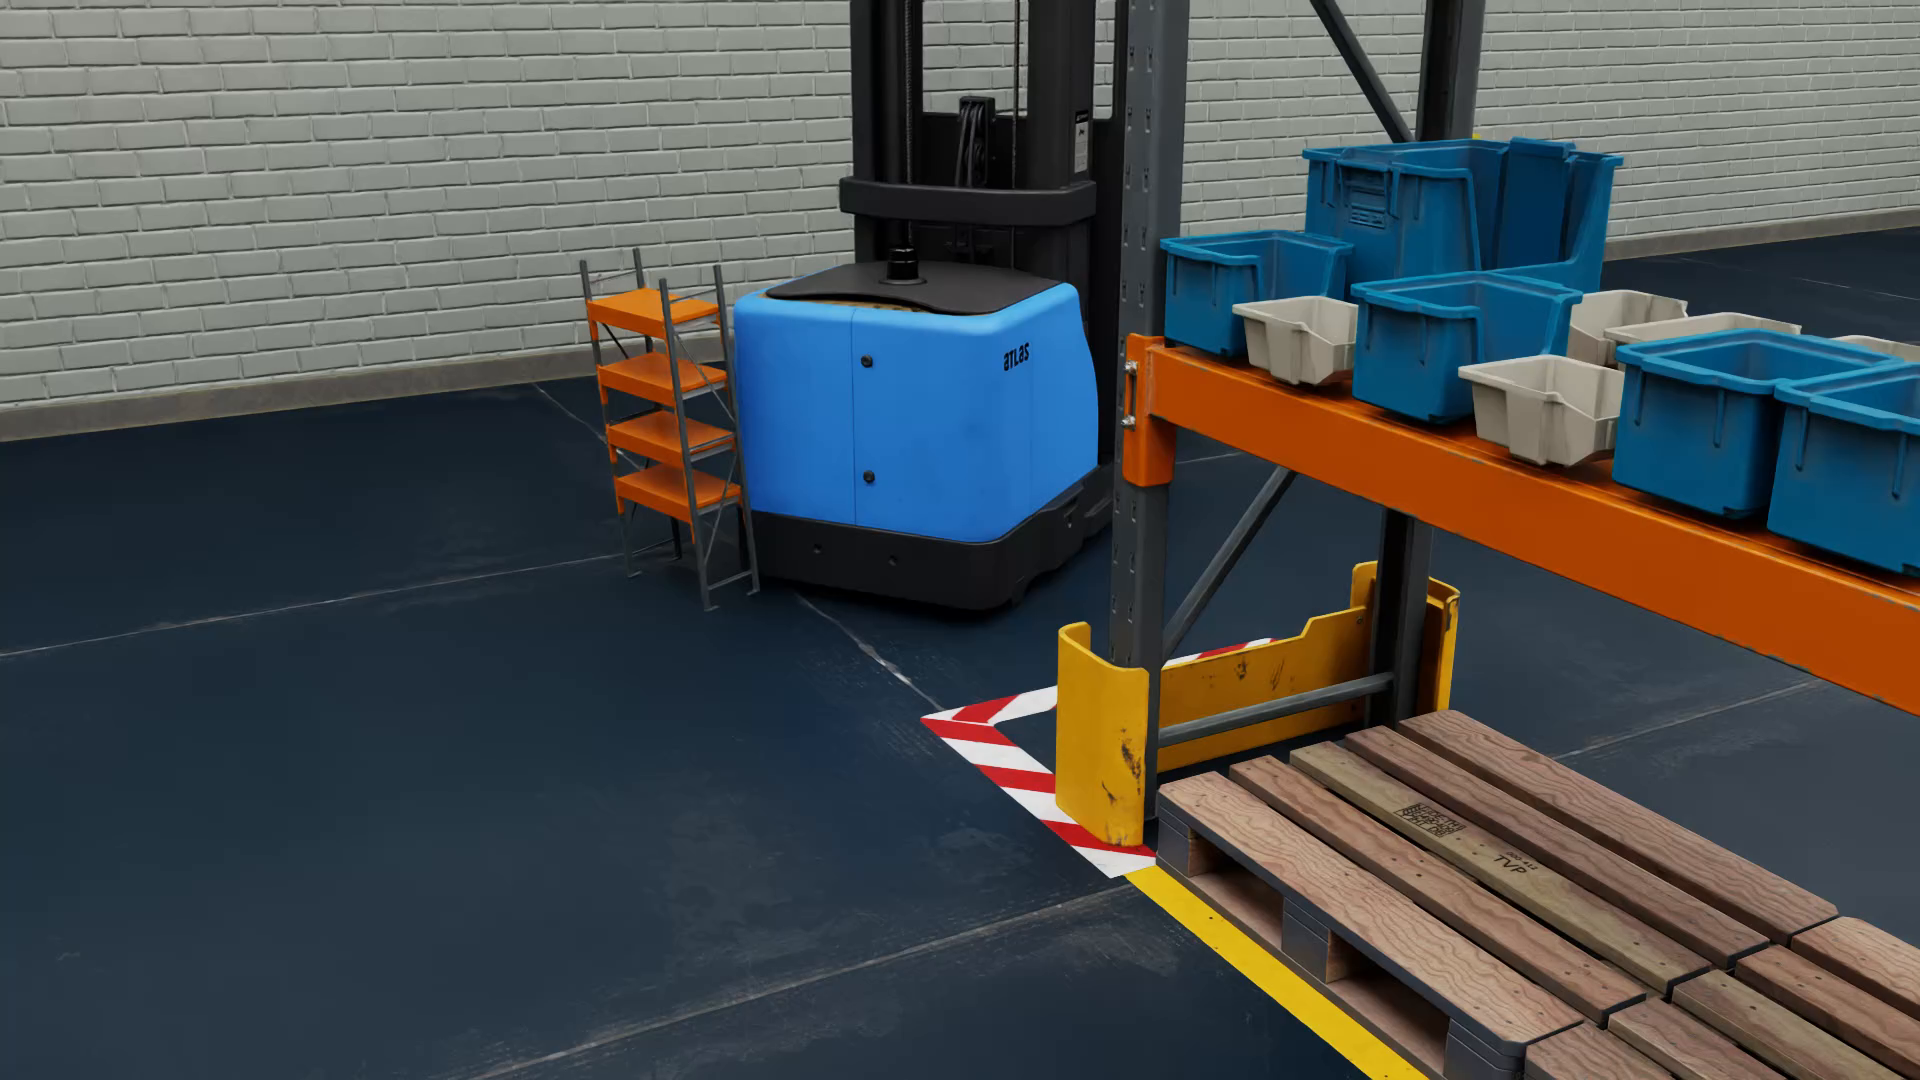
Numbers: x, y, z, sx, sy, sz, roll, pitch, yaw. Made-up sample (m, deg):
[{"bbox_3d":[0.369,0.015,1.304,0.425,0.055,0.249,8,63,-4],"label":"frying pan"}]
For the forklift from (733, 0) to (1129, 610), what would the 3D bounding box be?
[{"bbox_3d":[0.263,-1.585,6.732,1.130,2.935,3.031,9,21,23],"label":"forklift"}]

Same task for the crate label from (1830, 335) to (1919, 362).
[{"bbox_3d":[1.681,-0.282,3.163,0.396,0.136,0.243,-10,21,-27],"label":"crate label"}]

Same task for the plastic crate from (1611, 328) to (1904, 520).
[{"bbox_3d":[1.308,-0.196,2.764,0.416,0.233,0.300,-10,21,-27],"label":"plastic crate"}]

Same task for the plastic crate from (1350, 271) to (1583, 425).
[{"bbox_3d":[0.996,-0.385,3.312,0.416,0.233,0.300,-10,21,-27],"label":"plastic crate"}]

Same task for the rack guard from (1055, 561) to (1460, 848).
[{"bbox_3d":[0.833,0.431,4.617,1.175,0.500,0.348,-10,21,-27],"label":"rack guard"}]

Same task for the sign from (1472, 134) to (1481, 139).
[{"bbox_3d":[1.332,-0.913,4.429,0.100,0.325,0.005,-10,21,-27],"label":"sign"}]

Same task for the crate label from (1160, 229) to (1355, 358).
[{"bbox_3d":[0.683,-0.574,3.860,0.416,0.233,0.303,-10,21,-27],"label":"crate label"}]

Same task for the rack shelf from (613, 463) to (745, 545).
[{"bbox_3d":[-1.005,-0.146,5.996,0.258,0.148,0.480,-23,29,-38],"label":"rack shelf"}]

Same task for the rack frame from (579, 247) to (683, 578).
[{"bbox_3d":[-1.190,-0.449,6.061,0.240,1.200,0.015,-23,29,-38],"label":"rack frame"}]

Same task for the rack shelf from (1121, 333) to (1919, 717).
[{"bbox_3d":[1.805,0.168,2.649,1.077,0.370,4.000,-10,21,-27],"label":"rack shelf"}]

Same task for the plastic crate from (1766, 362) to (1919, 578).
[{"bbox_3d":[1.451,-0.109,2.515,0.416,0.233,0.300,-10,21,-27],"label":"plastic crate"}]

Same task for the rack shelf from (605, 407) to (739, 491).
[{"bbox_3d":[-1.018,-0.329,5.920,0.258,0.148,0.480,-23,29,-38],"label":"rack shelf"}]

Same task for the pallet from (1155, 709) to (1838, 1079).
[{"bbox_3d":[1.213,0.815,3.947,1.003,0.211,1.213,-10,21,-27],"label":"pallet"}]

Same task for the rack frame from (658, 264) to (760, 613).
[{"bbox_3d":[-0.854,-0.334,5.727,0.240,1.200,0.015,-23,29,-38],"label":"rack frame"}]

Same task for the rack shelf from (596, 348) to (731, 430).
[{"bbox_3d":[-1.032,-0.535,5.834,0.258,0.148,0.480,-23,29,-38],"label":"rack shelf"}]

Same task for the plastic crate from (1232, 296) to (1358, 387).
[{"bbox_3d":[0.763,-0.423,3.571,0.250,0.136,0.298,-10,21,-27],"label":"plastic crate"}]

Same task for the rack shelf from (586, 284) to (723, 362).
[{"bbox_3d":[-1.048,-0.753,5.744,0.258,0.148,0.480,-23,29,-38],"label":"rack shelf"}]

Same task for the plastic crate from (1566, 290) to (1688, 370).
[{"bbox_3d":[1.402,-0.444,3.631,0.396,0.136,0.243,-10,21,-27],"label":"plastic crate"}]

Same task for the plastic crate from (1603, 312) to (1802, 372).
[{"bbox_3d":[1.527,-0.358,3.384,0.396,0.136,0.243,-10,21,-27],"label":"plastic crate"}]

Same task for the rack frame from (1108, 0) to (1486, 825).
[{"bbox_3d":[0.856,-0.746,4.195,1.000,3.000,0.127,-10,21,-27],"label":"rack frame"}]

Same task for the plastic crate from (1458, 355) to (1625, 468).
[{"bbox_3d":[1.085,-0.228,3.007,0.250,0.136,0.298,-10,21,-27],"label":"plastic crate"}]

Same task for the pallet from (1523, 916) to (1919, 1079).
[{"bbox_3d":[1.789,1.165,2.933,1.003,0.211,1.213,-10,21,-27],"label":"pallet"}]

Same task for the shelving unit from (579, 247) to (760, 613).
[{"bbox_3d":[-1.022,-0.391,5.894,0.258,1.200,0.503,-23,29,-38],"label":"shelving unit"}]

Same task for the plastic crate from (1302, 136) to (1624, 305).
[{"bbox_3d":[1.179,-0.724,3.985,0.616,0.435,0.499,-10,21,-27],"label":"plastic crate"}]
